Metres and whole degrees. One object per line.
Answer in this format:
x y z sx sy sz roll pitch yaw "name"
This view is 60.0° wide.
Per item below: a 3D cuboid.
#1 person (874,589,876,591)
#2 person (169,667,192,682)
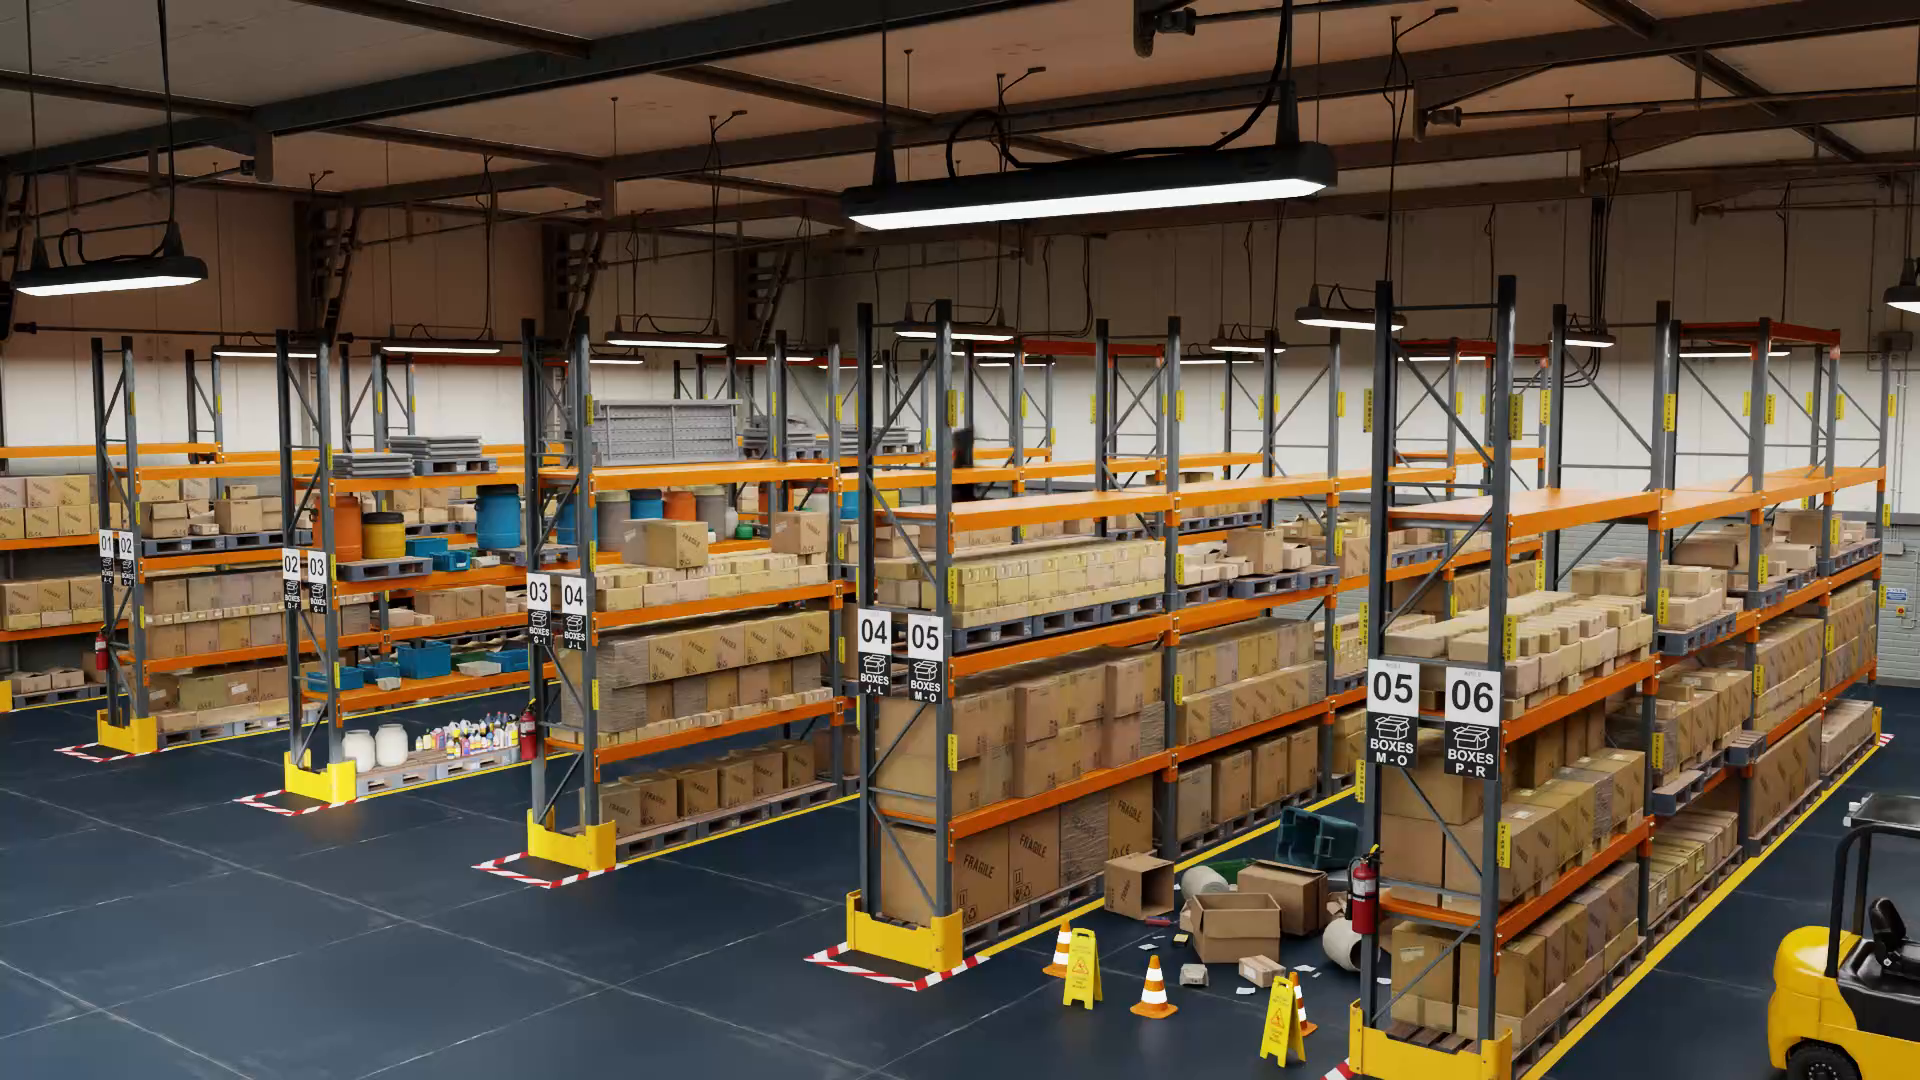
-1.927 0.965 38.487 0.772 1.729 0.711 -1 5 -7 "person"
-12.988 1.877 27.889 0.640 1.730 0.697 0 5 2 "person"
